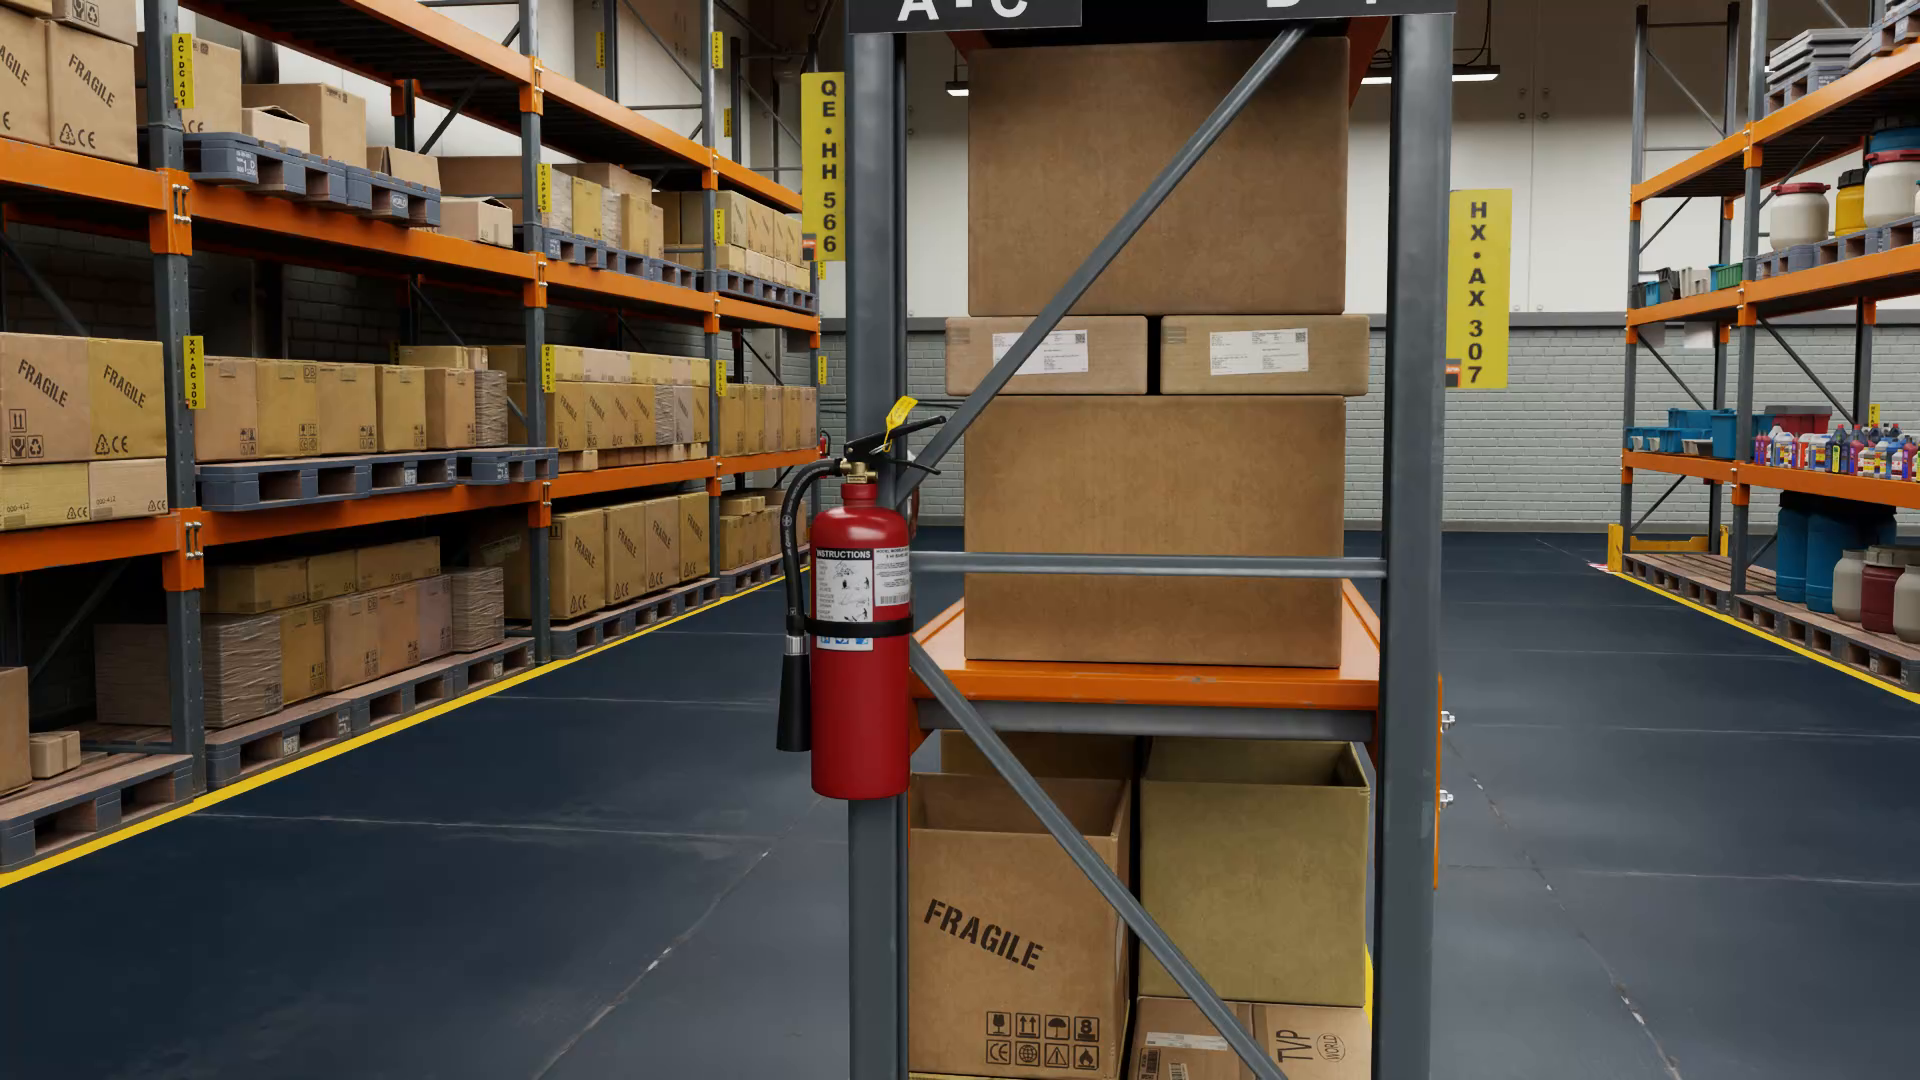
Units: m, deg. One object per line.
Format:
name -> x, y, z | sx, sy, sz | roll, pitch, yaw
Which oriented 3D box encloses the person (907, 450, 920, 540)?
person -> -0.604, -0.157, 13.750 | 0.457, 1.727, 0.451 | -3, 5, -29
